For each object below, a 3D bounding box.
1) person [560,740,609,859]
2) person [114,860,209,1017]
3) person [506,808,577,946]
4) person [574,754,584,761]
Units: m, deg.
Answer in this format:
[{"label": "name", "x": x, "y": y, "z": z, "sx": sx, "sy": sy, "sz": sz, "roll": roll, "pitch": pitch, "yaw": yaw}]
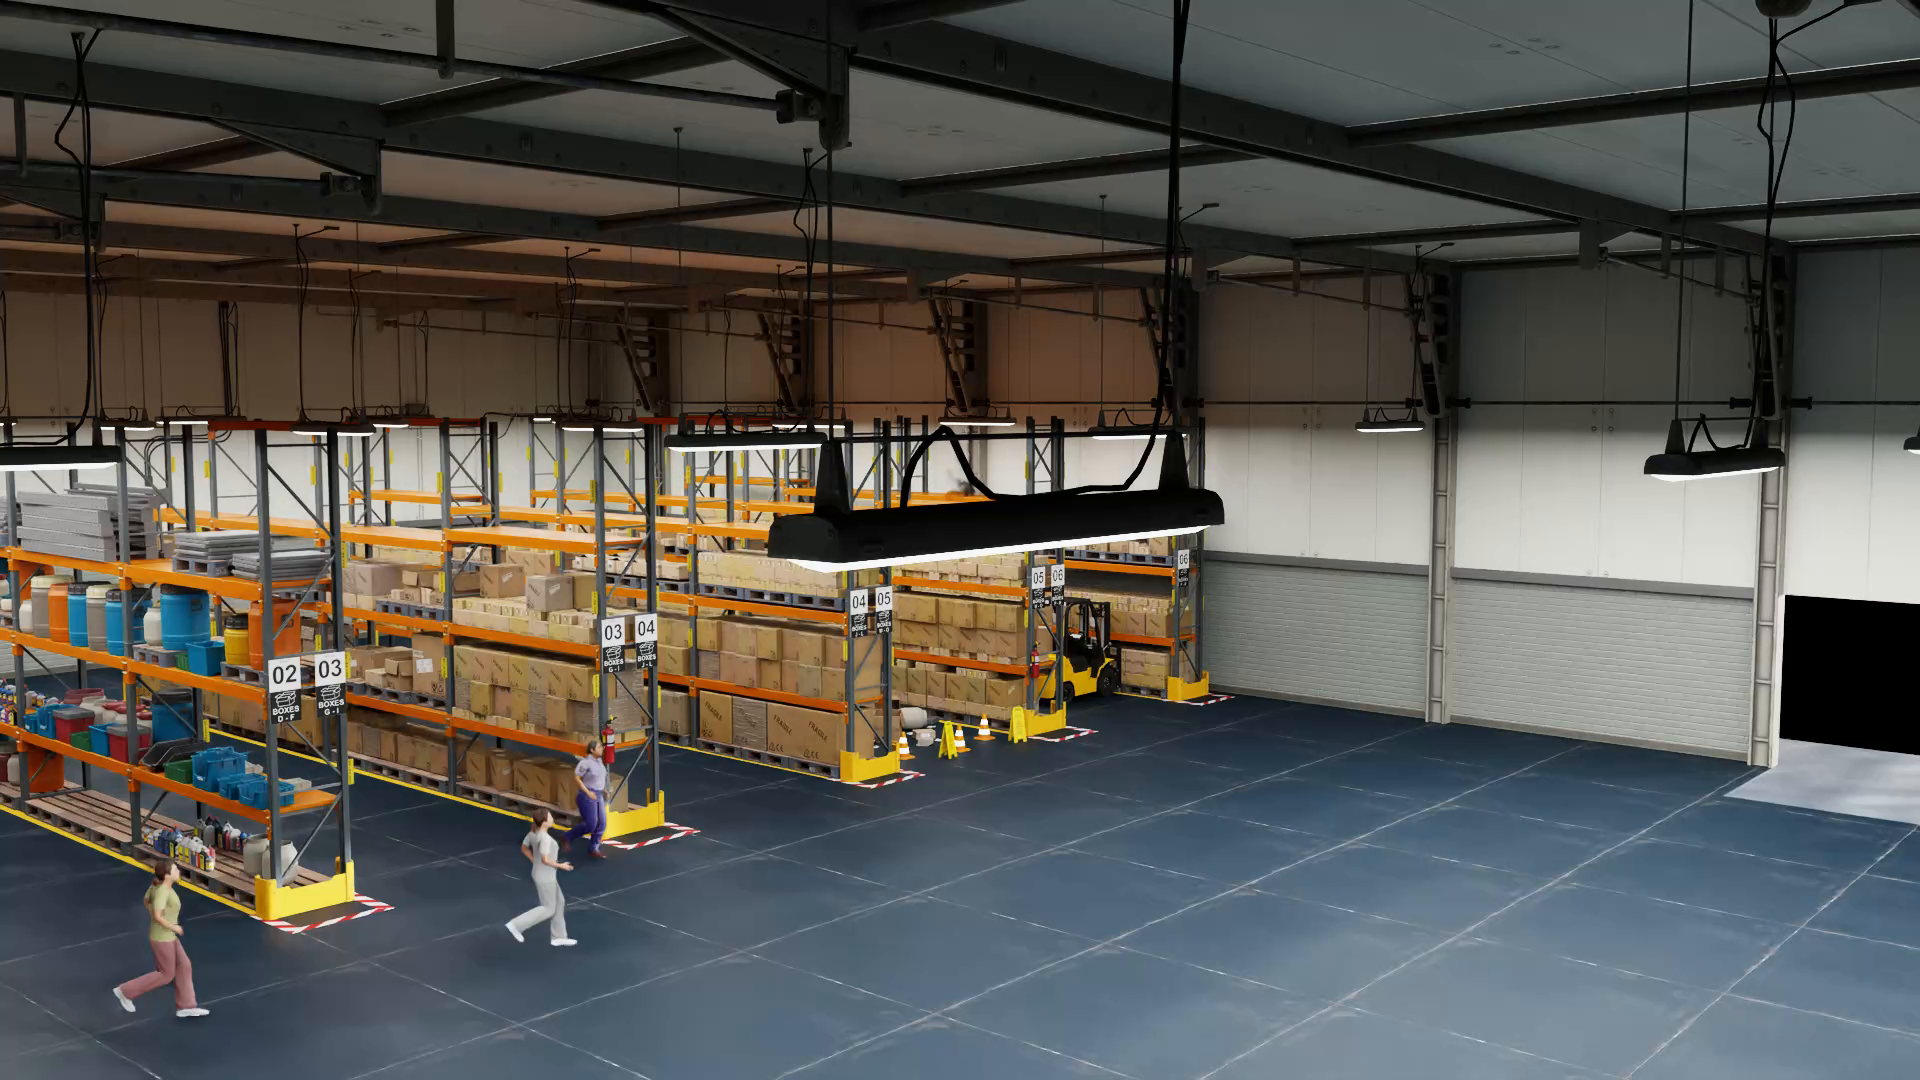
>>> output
[{"label": "person", "x": -5.194, "y": 3.609, "z": 23.287, "sx": 0.646, "sy": 1.610, "sz": 0.674, "roll": 1, "pitch": 5, "yaw": 16}, {"label": "person", "x": -8.201, "y": 4.102, "z": 17.032, "sx": 0.865, "sy": 1.655, "sz": 0.604, "roll": -2, "pitch": 5, "yaw": -27}, {"label": "person", "x": -4.862, "y": 3.924, "z": 19.223, "sx": 0.835, "sy": 1.659, "sz": 0.545, "roll": -3, "pitch": 5, "yaw": -30}, {"label": "person", "x": -6.511, "y": 3.031, "z": 28.982, "sx": 0.895, "sy": 1.829, "sz": 0.695, "roll": 3, "pitch": 6, "yaw": 35}]
